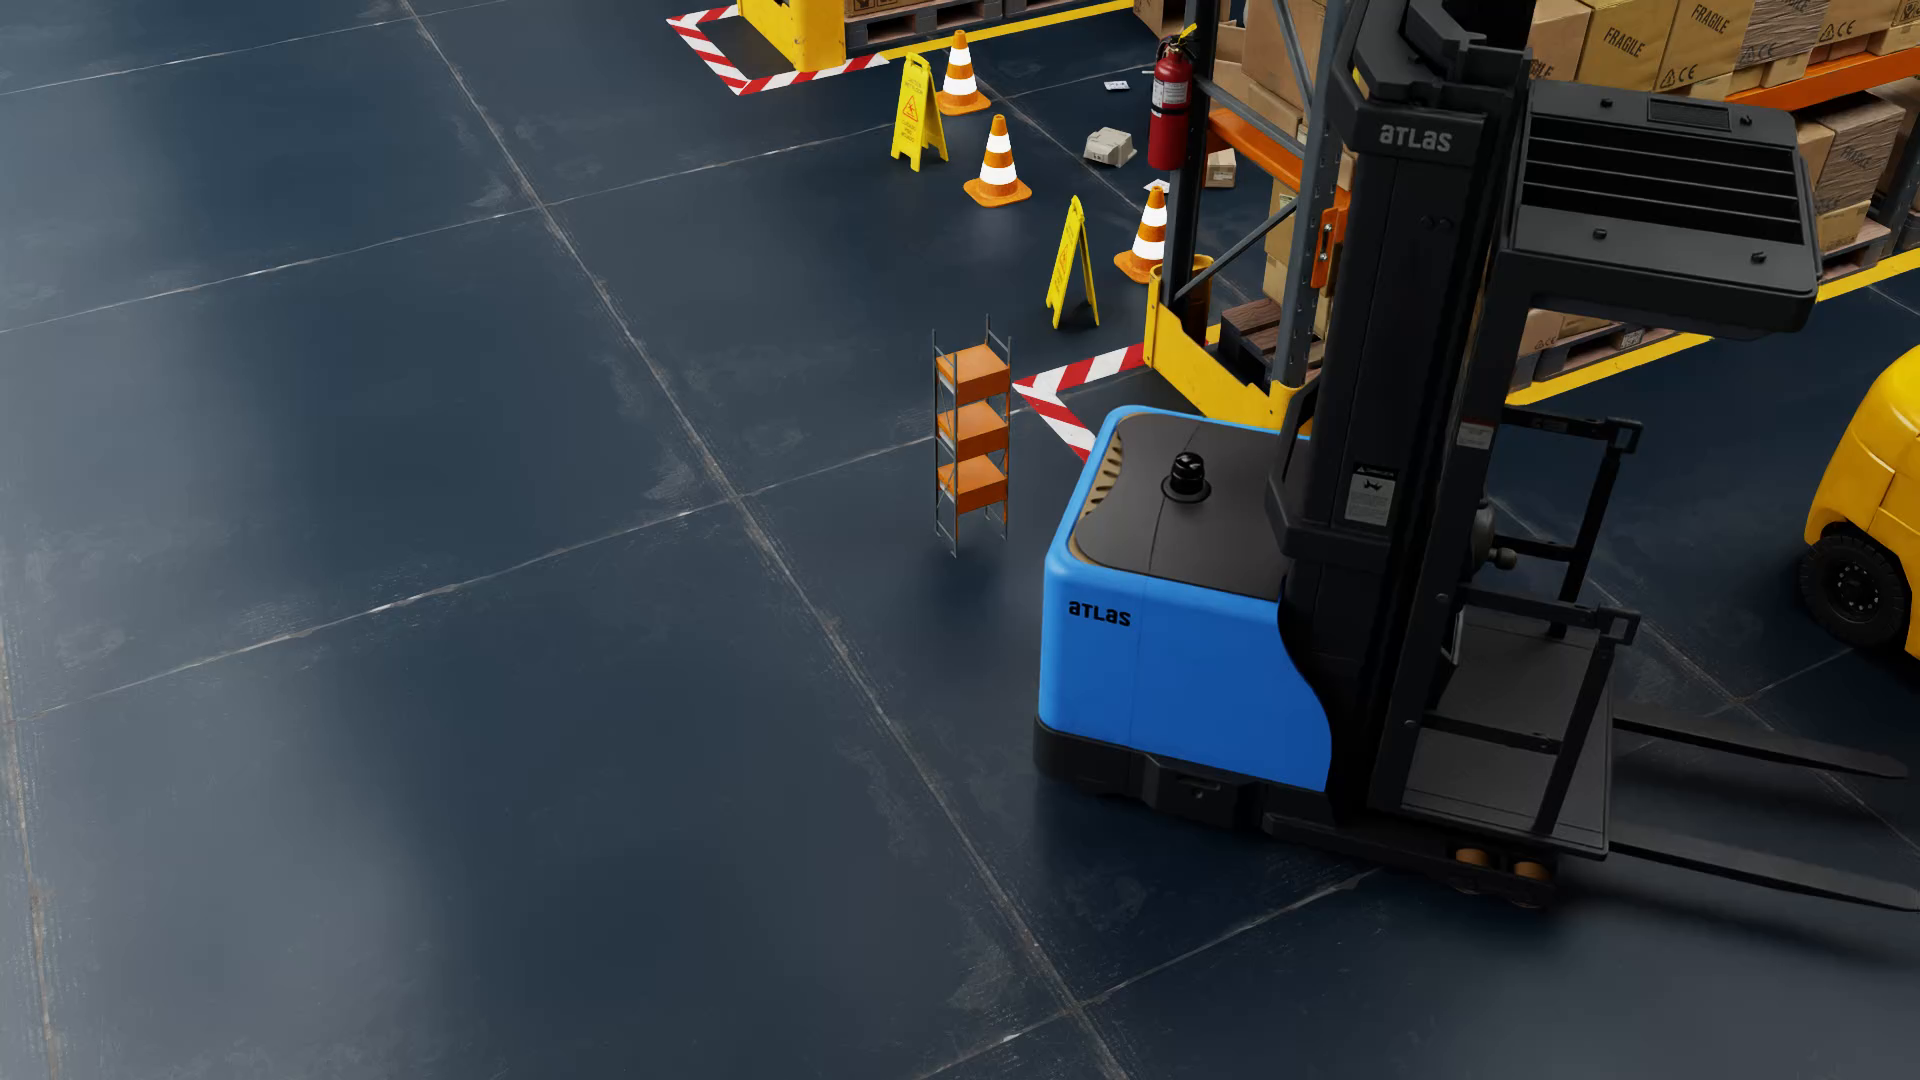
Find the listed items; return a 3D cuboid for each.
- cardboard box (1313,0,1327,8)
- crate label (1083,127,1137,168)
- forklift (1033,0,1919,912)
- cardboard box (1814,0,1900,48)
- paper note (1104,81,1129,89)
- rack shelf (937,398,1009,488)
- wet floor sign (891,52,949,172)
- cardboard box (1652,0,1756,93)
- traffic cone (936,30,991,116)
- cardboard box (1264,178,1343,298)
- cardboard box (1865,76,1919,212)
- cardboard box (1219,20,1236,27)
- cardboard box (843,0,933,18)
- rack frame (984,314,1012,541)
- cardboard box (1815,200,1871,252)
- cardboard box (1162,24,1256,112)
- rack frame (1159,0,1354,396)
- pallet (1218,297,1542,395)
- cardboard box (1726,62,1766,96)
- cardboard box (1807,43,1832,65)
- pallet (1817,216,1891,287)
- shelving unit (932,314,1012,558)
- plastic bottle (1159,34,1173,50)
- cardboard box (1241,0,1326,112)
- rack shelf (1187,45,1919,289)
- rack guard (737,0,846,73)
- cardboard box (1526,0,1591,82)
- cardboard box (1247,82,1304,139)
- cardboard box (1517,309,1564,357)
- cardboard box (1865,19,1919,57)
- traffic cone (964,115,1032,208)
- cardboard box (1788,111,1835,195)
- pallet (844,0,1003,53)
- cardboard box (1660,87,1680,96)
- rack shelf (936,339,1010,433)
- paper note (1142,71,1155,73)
[{"bbox_3d":[1.599,-2.576,6.890,0.500,0.500,0.700,-20,44,-22],"label":"cardboard box"},{"bbox_3d":[0.887,-2.345,9.914,0.250,0.136,0.298,22,45,24],"label":"crate label"},{"bbox_3d":[1.845,-0.234,5.258,3.031,2.935,1.130,12,42,13],"label":"forklift"},{"bbox_3d":[4.062,-2.678,7.785,0.500,0.500,0.500,-17,43,-19],"label":"cardboard box"},{"bbox_3d":[1.009,-2.921,10.678,0.142,0.017,0.144,-5,40,-6],"label":"paper note"},{"bbox_3d":[0.047,-0.409,6.937,0.240,0.259,0.215,-19,44,-21],"label":"rack shelf"},{"bbox_3d":[-0.240,-2.530,9.739,0.232,0.644,0.267,-26,47,-28],"label":"wet floor sign"},{"bbox_3d":[3.152,-2.365,7.415,0.500,0.500,0.500,-19,44,-22],"label":"cardboard box"},{"bbox_3d":[-0.002,-2.948,10.375,0.334,0.463,0.336,-19,44,-21],"label":"traffic cone"},{"bbox_3d":[1.837,-1.551,7.983,0.500,0.500,0.500,-18,44,-20],"label":"cardboard box"},{"bbox_3d":[5.259,-2.275,9.324,0.625,0.372,0.950,-18,43,-20],"label":"cardboard box"},{"bbox_3d":[1.745,-3.154,10.770,0.258,0.266,0.396,-12,42,-13],"label":"cardboard box"},{"bbox_3d":[-0.558,-4.161,11.164,0.875,0.875,0.875,-18,44,-20],"label":"cardboard box"},{"bbox_3d":[0.156,-0.453,6.973,0.008,1.050,0.200,-19,44,-21],"label":"rack frame"},{"bbox_3d":[4.394,-1.740,8.787,0.500,0.250,0.500,-17,43,-19],"label":"cardboard box"},{"bbox_3d":[1.635,-2.788,10.154,0.797,0.503,0.637,15,42,17],"label":"cardboard box"},{"bbox_3d":[1.247,-1.765,7.014,0.127,3.000,1.000,-19,44,-21],"label":"rack frame"},{"bbox_3d":[2.051,-0.946,8.204,1.213,0.211,1.003,-19,44,-21],"label":"pallet"},{"bbox_3d":[3.510,-2.228,7.755,0.250,0.149,0.380,-19,44,-21],"label":"cardboard box"},{"bbox_3d":[3.938,-2.415,7.976,0.250,0.149,0.380,-19,44,-21],"label":"cardboard box"},{"bbox_3d":[4.215,-1.674,9.064,1.213,0.211,1.003,-19,44,-21],"label":"pallet"},{"bbox_3d":[0.047,-0.417,6.930,0.252,1.050,0.215,-19,44,-21],"label":"shelving unit"},{"bbox_3d":[1.479,-3.291,11.091,0.283,0.061,0.133,31,49,31],"label":"plastic bottle"},{"bbox_3d":[1.601,-2.237,7.263,0.500,0.500,0.500,-19,44,-21],"label":"cardboard box"},{"bbox_3d":[3.021,-2.088,7.952,4.000,0.370,1.077,-19,44,-21],"label":"rack shelf"},{"bbox_3d":[-1.150,-3.611,11.128,0.348,0.500,1.175,-19,44,-21],"label":"rack guard"},{"bbox_3d":[2.253,-2.056,7.050,0.500,0.500,0.500,-17,43,-19],"label":"cardboard box"},{"bbox_3d":[1.480,-1.904,7.372,0.250,0.149,0.380,-17,43,-19],"label":"cardboard box"},{"bbox_3d":[2.546,-1.107,8.039,0.500,0.250,0.500,-17,43,-19],"label":"cardboard box"},{"bbox_3d":[4.432,-2.514,8.093,0.250,0.149,0.380,-18,43,-20],"label":"cardboard box"},{"bbox_3d":[0.218,-2.199,9.490,0.334,0.463,0.336,-19,44,-21],"label":"traffic cone"},{"bbox_3d":[3.944,-1.873,8.364,0.500,0.500,0.500,-18,43,-20],"label":"cardboard box"},{"bbox_3d":[-0.456,-3.791,11.565,1.213,0.211,1.003,-19,44,-21],"label":"pallet"},{"bbox_3d":[3.048,-2.089,7.591,0.250,0.149,0.380,-20,44,-22],"label":"cardboard box"},{"bbox_3d":[0.047,-0.625,6.753,0.240,0.259,0.215,-19,44,-21],"label":"rack shelf"},{"bbox_3d":[1.252,-3.052,10.848,0.123,0.001,0.032,2,40,2],"label":"paper note"}]
